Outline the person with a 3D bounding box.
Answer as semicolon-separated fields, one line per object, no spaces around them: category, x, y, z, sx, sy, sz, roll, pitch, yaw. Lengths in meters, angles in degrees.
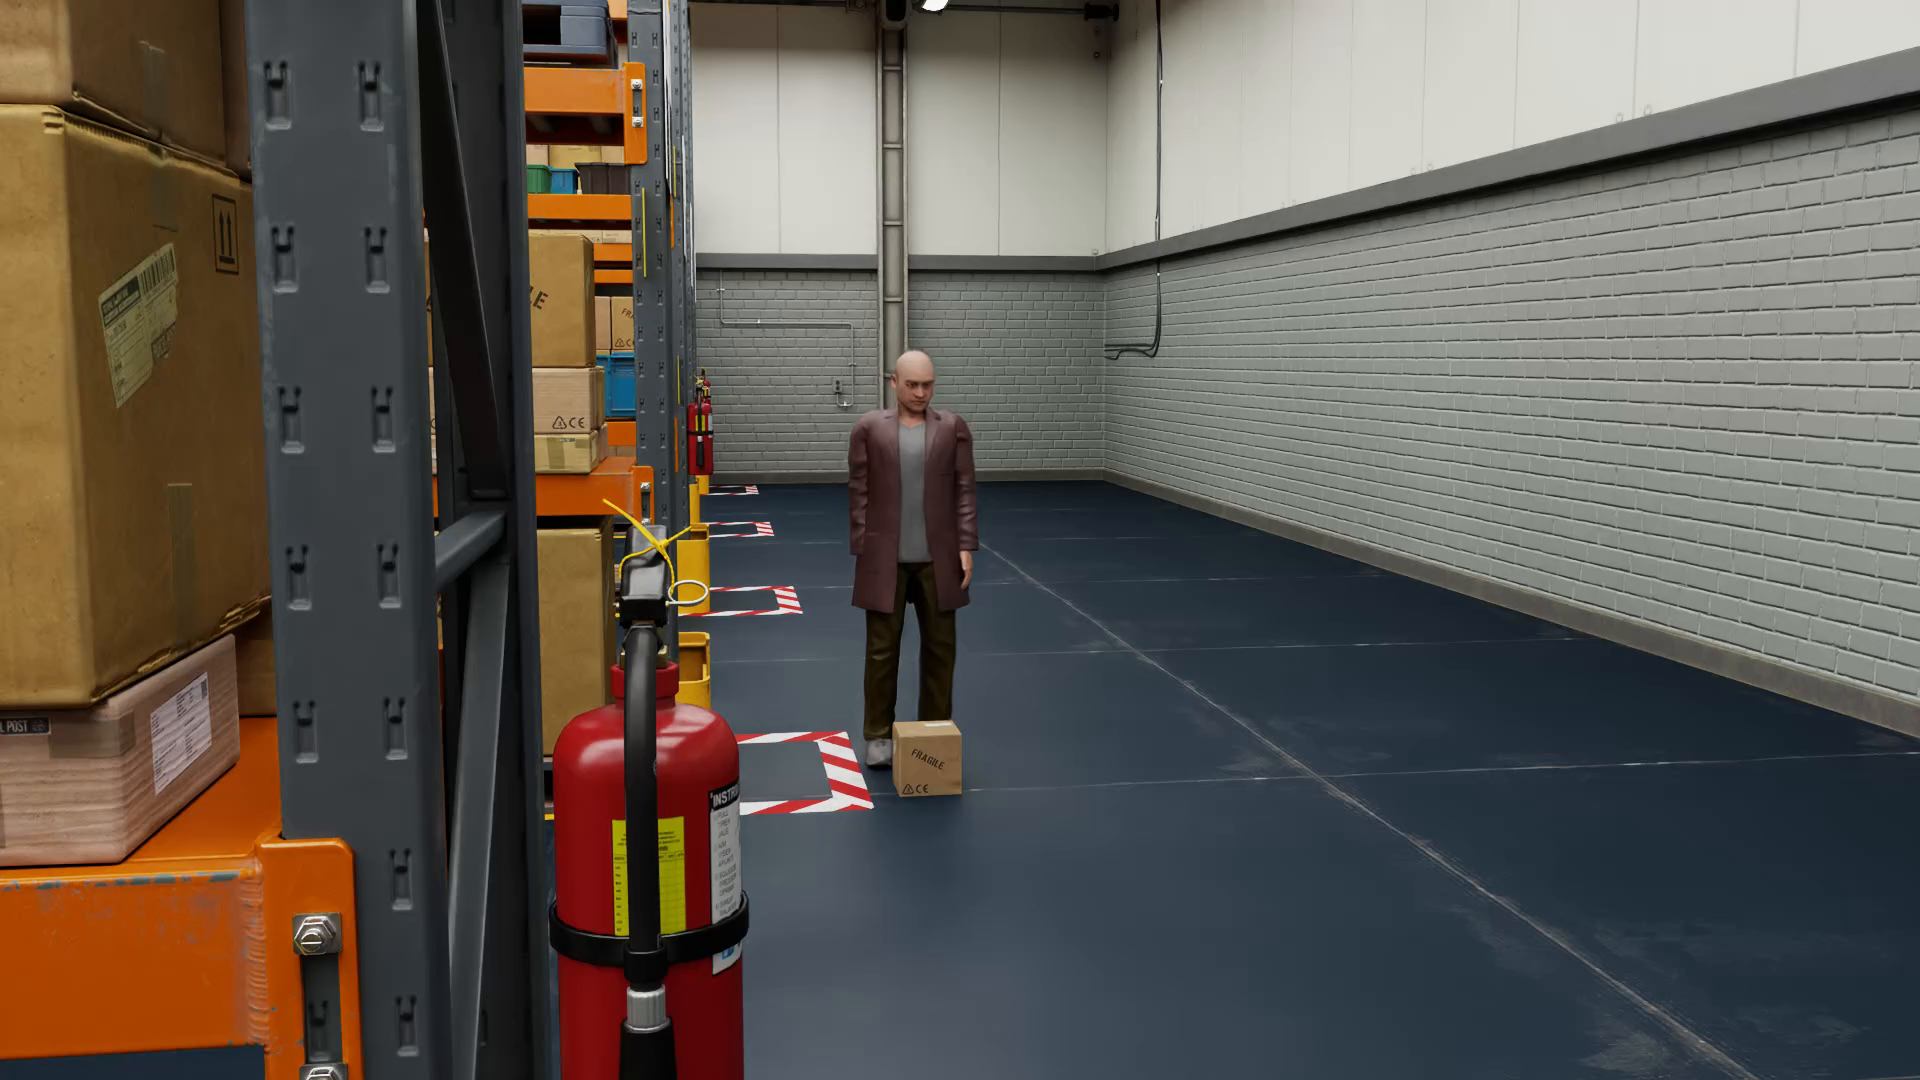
person;-0.195;0.075;7.139;0.562;1.773;0.379;-1;6;-8
